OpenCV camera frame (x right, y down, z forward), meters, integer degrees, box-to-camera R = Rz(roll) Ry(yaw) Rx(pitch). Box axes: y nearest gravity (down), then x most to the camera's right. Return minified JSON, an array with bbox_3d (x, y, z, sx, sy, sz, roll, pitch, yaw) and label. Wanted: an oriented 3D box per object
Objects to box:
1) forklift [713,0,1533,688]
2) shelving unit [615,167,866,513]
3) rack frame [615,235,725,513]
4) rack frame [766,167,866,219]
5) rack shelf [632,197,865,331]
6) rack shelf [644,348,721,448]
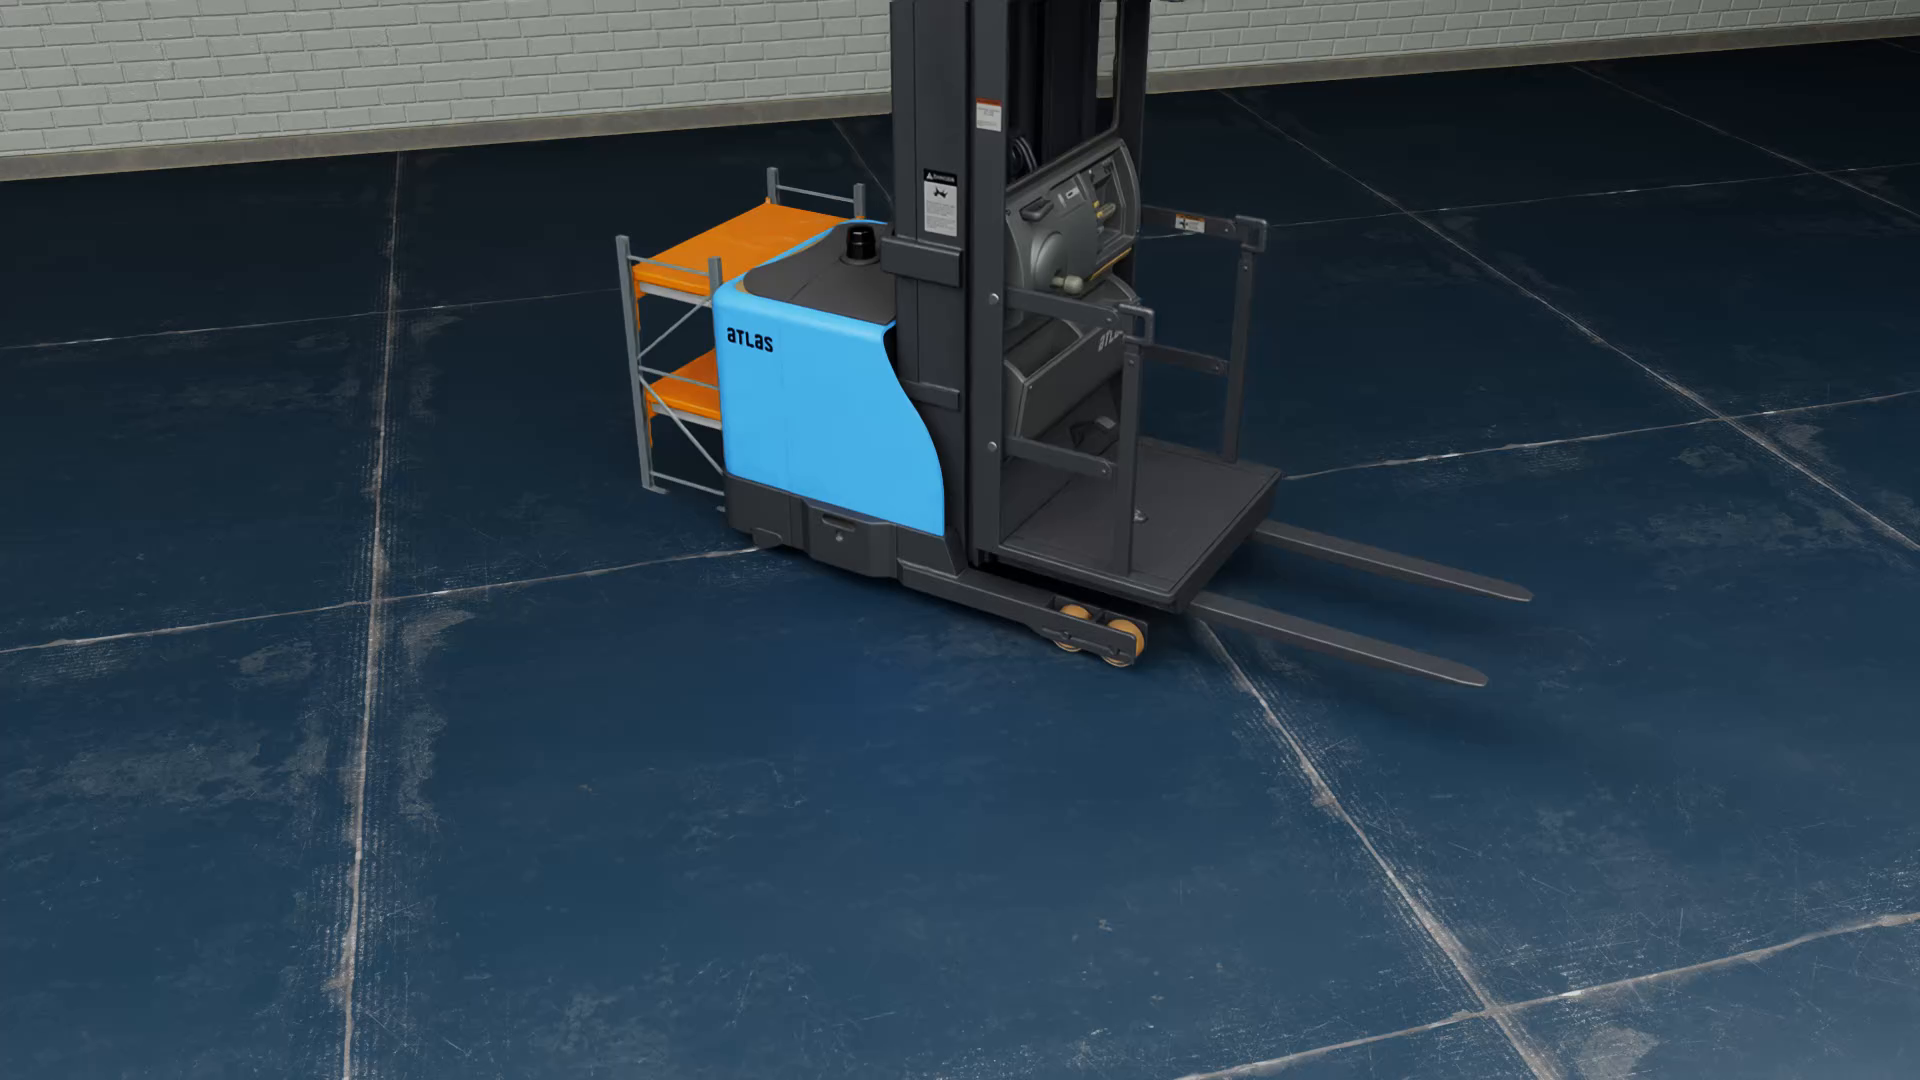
[{"bbox_3d":[0.584,-1.119,5.757,3.031,2.935,1.130,16,34,26],"label":"forklift"},{"bbox_3d":[-0.885,-0.876,7.140,0.538,1.125,1.048,16,34,26],"label":"shelving unit"},{"bbox_3d":[-1.139,-0.655,6.759,0.500,1.125,0.032,16,34,26],"label":"rack frame"},{"bbox_3d":[-0.630,-1.096,7.521,0.500,1.125,0.032,16,34,26],"label":"rack frame"},{"bbox_3d":[-0.885,-1.129,6.993,0.538,0.278,1.000,16,34,26],"label":"rack shelf"},{"bbox_3d":[-0.885,-0.664,7.263,0.538,0.278,1.000,16,34,26],"label":"rack shelf"}]
